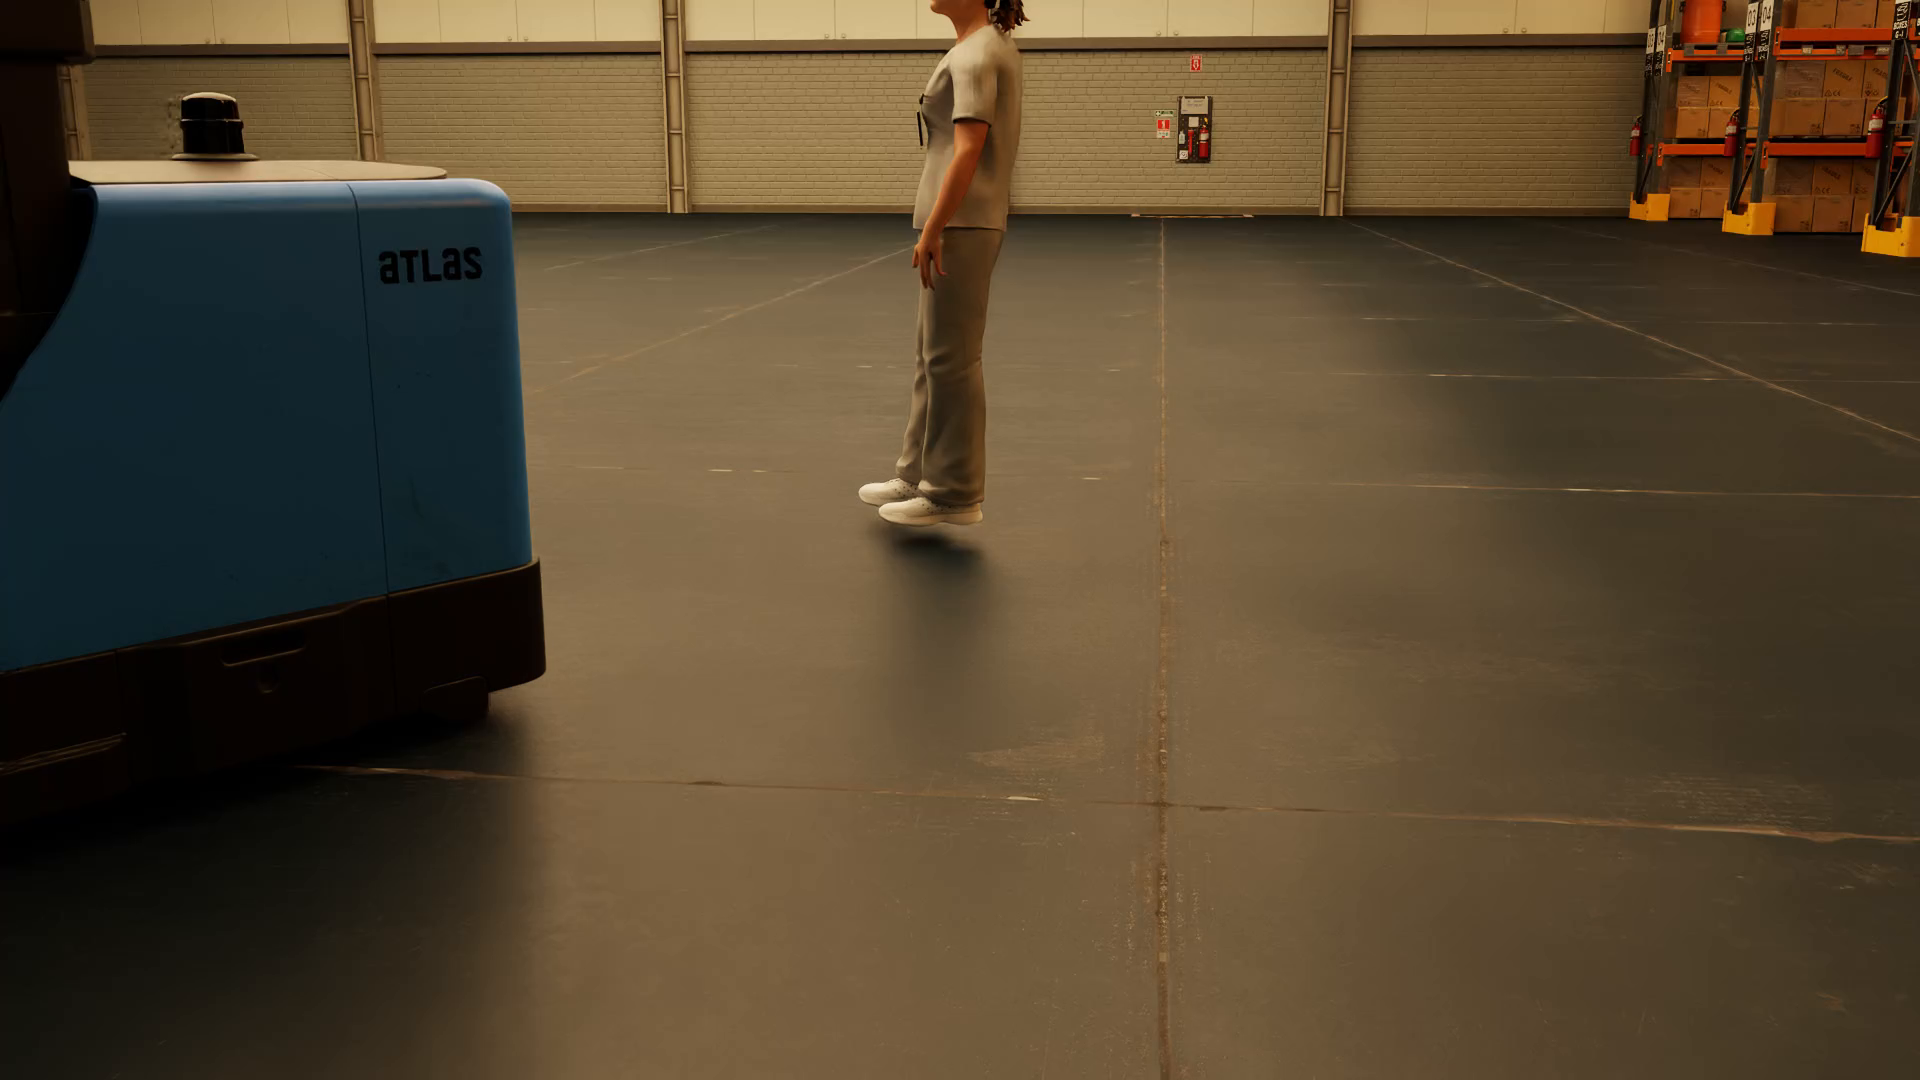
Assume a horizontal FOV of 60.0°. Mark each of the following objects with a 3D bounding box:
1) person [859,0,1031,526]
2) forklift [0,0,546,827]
[{"bbox_3d":[-0.072,-0.867,4.766,0.547,1.673,0.550,2,13,7],"label":"person"},{"bbox_3d":[-2.240,-0.913,2.415,1.130,2.935,3.031,12,18,42],"label":"forklift"}]
